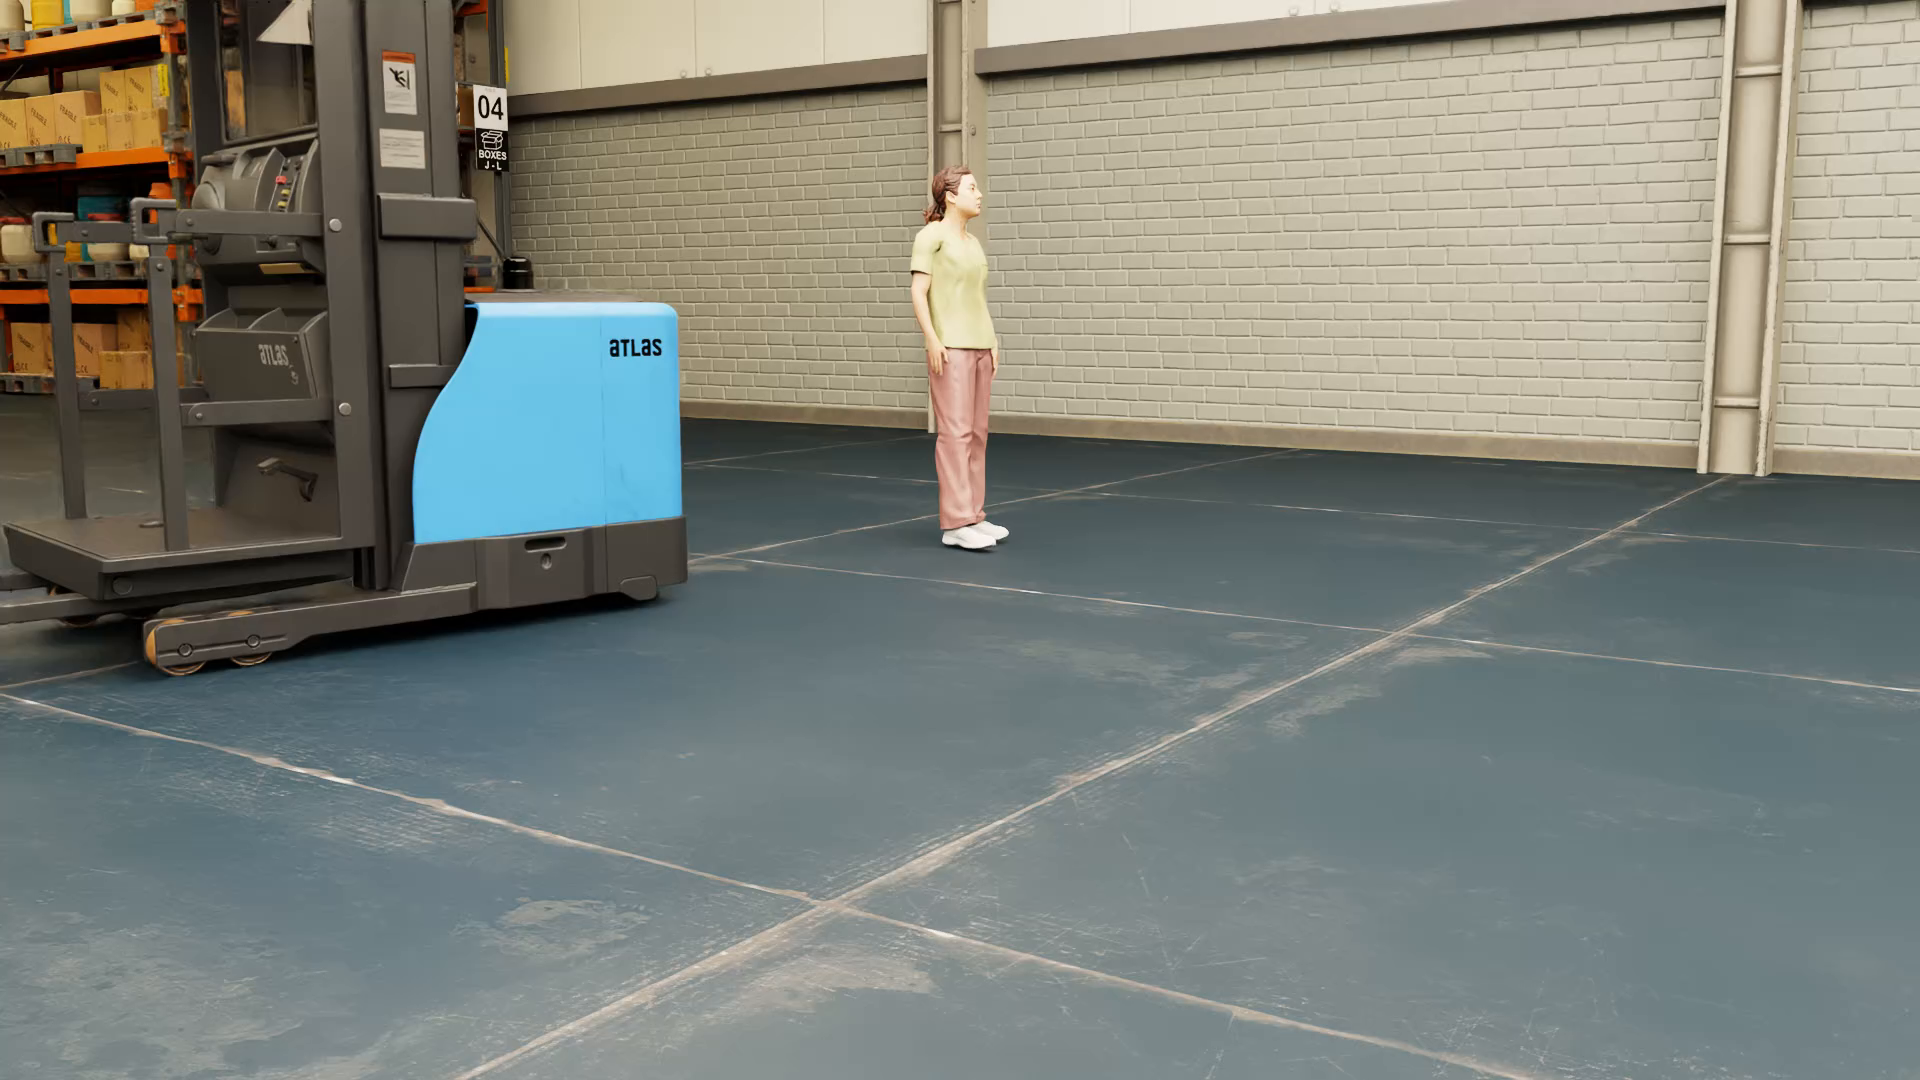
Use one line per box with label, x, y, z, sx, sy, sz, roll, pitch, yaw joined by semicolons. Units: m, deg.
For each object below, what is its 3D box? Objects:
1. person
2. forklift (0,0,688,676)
person;0.054;-0.830;7.434;0.549;1.675;0.553;5;10;34
forklift;-2.412;-1.139;5.201;3.031;2.935;1.130;-7;11;-42
